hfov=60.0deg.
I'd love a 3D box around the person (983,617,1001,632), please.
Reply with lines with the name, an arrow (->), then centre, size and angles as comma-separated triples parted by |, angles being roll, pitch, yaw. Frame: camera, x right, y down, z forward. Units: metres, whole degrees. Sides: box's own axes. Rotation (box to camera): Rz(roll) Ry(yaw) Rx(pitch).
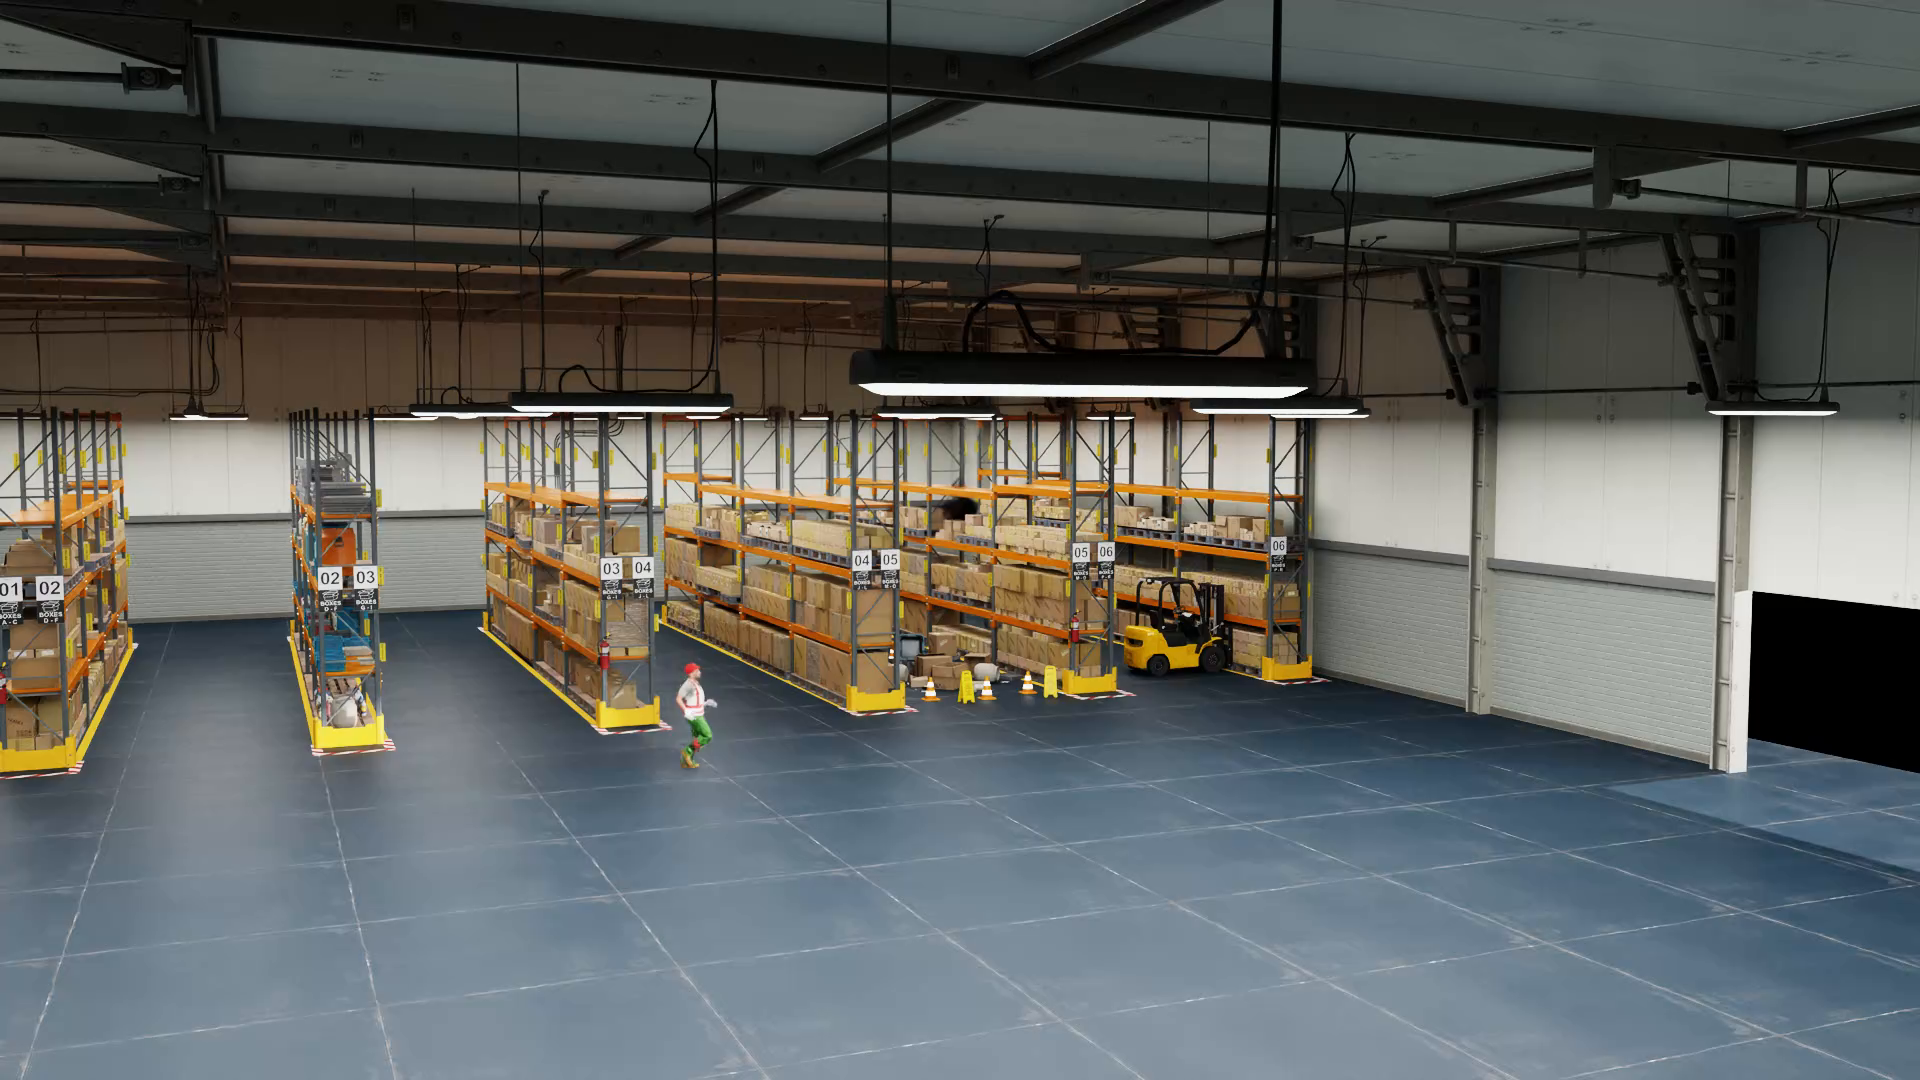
person -> 0.854, 1.721, 45.169 | 0.564, 1.700, 0.775 | -2, 4, -25

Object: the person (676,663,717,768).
person -> -4.341, 2.908, 27.535 | 0.603, 1.739, 0.664 | 0, 4, 2
